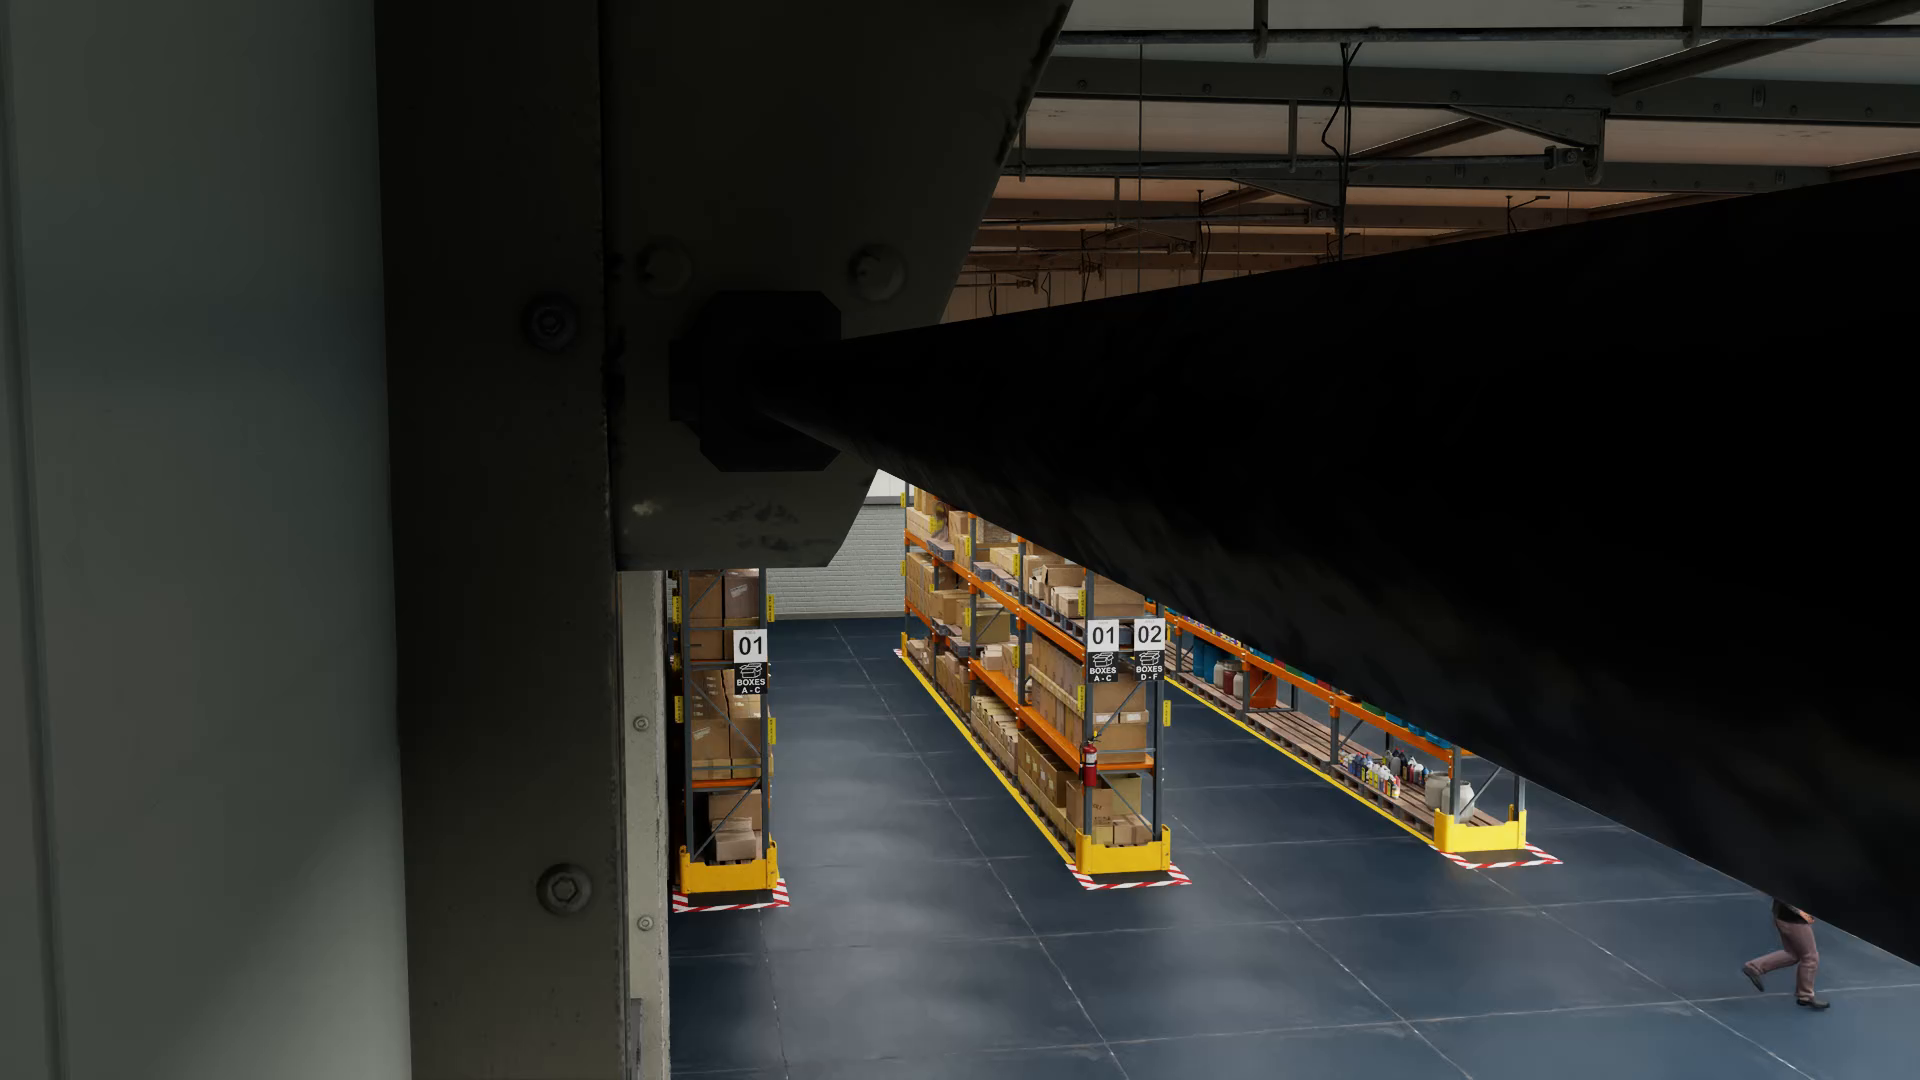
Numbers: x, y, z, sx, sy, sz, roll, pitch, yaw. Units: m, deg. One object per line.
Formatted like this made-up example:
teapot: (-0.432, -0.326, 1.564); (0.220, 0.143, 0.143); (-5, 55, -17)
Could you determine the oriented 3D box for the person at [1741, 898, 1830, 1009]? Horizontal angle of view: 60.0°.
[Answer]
person: (8.223, 3.771, 16.475); (0.796, 1.705, 0.667); (2, 6, 15)
